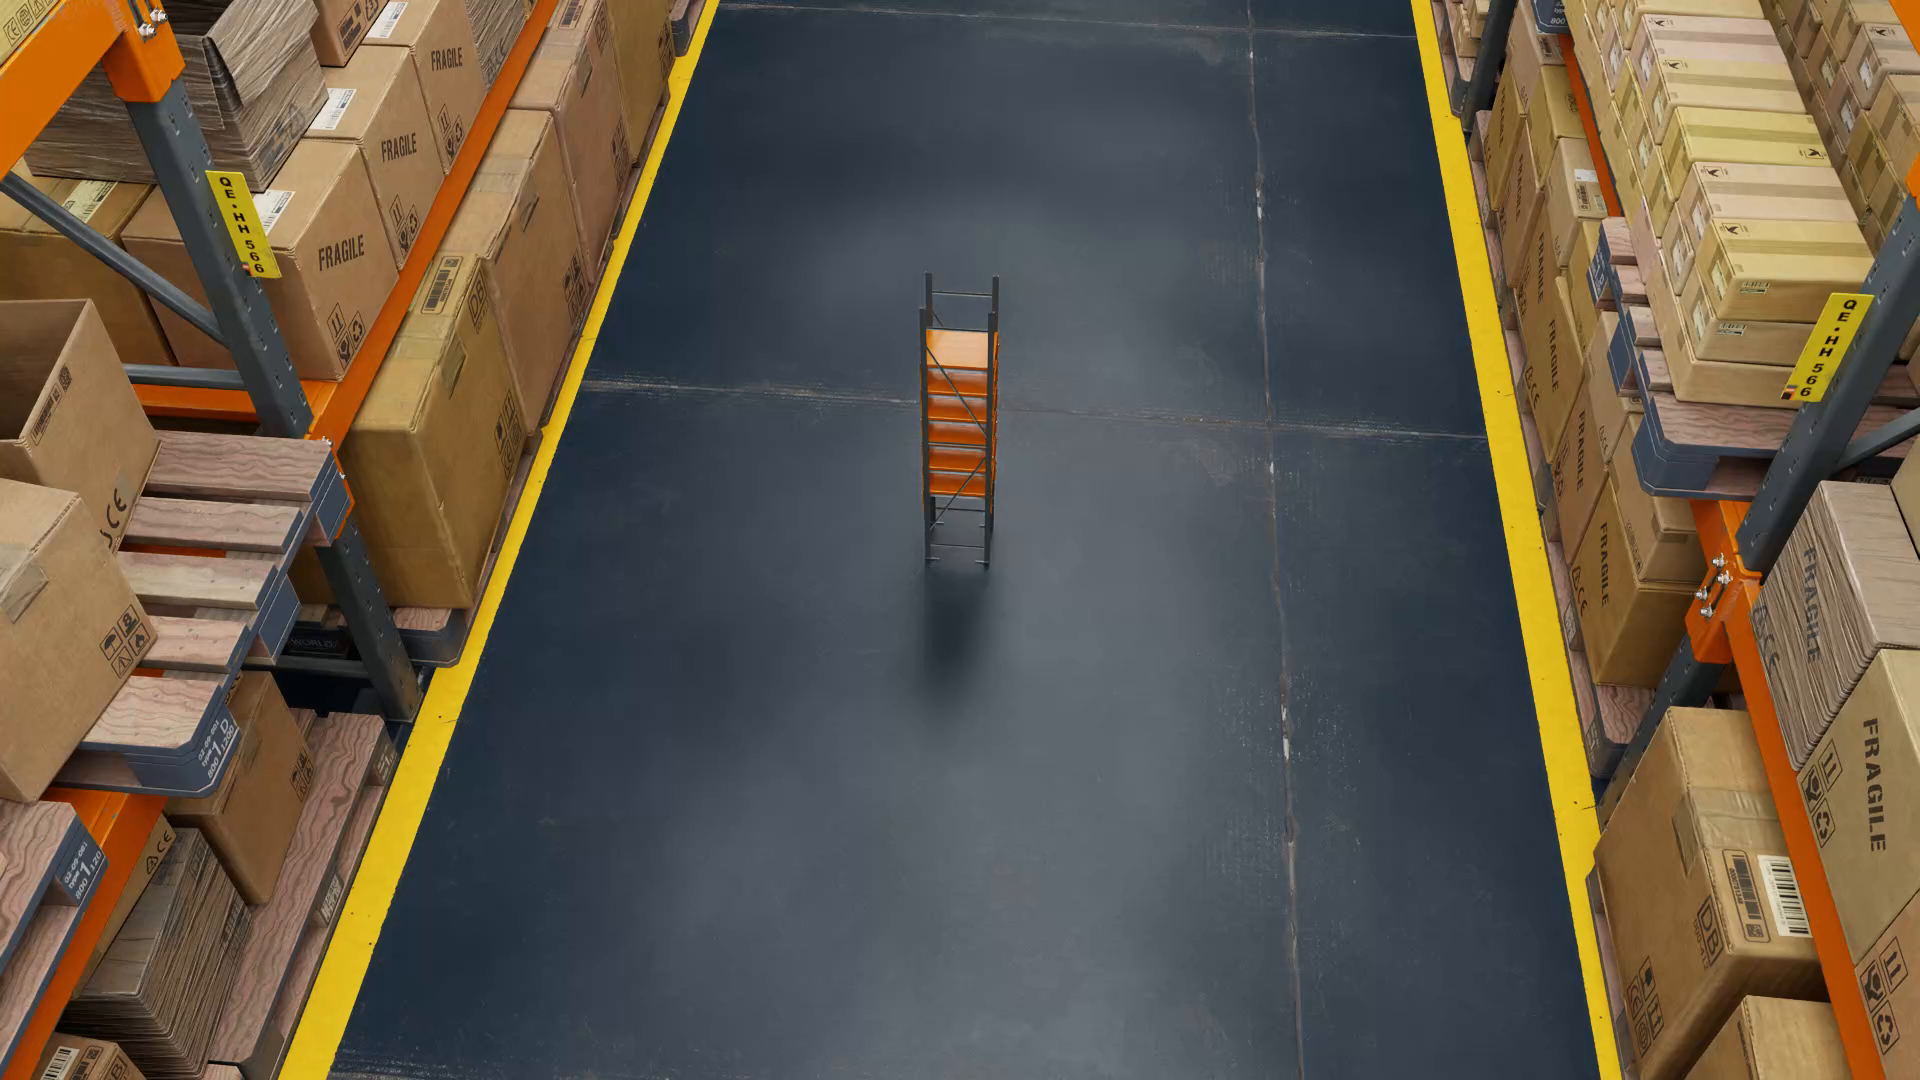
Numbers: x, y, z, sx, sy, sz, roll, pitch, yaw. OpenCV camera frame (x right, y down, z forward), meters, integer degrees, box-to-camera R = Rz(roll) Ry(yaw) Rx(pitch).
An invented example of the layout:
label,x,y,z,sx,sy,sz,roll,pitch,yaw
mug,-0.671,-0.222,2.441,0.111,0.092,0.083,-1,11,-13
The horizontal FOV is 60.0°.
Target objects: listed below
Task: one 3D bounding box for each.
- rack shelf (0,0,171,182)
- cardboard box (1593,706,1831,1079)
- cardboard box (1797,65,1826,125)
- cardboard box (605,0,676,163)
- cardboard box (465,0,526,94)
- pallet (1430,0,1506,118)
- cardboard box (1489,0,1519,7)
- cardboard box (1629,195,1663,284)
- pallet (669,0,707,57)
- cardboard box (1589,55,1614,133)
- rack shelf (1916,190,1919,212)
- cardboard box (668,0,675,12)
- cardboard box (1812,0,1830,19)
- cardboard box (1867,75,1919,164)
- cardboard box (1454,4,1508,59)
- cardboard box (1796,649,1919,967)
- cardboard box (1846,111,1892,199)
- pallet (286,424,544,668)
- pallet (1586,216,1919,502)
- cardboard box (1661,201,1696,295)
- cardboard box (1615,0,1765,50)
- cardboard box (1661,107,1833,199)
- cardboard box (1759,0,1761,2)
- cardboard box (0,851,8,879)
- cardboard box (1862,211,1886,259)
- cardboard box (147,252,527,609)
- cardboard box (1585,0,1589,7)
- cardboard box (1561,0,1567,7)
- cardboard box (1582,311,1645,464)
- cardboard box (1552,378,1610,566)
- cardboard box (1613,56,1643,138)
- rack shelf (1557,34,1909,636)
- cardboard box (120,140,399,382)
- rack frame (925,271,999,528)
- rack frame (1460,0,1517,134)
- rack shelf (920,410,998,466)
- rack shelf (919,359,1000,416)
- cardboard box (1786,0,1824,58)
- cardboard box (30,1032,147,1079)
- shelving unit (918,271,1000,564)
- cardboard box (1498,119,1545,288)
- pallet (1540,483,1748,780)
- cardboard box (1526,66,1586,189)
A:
label,x,y,z,sx,sy,sz,roll,pitch,yaw
rack shelf,-2.540,0.239,2.454,1.077,0.370,4.000,4,48,4
cardboard box,2.427,1.005,4.538,1.050,0.750,0.750,3,48,3
cardboard box,2.933,-1.400,5.383,0.380,0.149,0.250,4,48,4
cardboard box,-2.031,-2.354,7.525,1.225,0.875,0.875,4,48,4
cardboard box,-1.907,-1.957,5.939,0.500,0.500,0.500,4,48,4
pallet,2.963,-2.548,8.437,1.003,0.211,1.213,4,48,4
cardboard box,2.710,-2.652,7.887,0.380,0.149,0.250,5,48,5
cardboard box,2.207,-0.875,4.903,0.380,0.149,0.250,5,48,4
pallet,-1.846,-3.013,8.863,1.003,0.211,1.213,4,48,4
cardboard box,2.282,-1.446,5.425,0.380,0.149,0.250,5,48,5
rack shelf,2.390,0.647,2.081,1.077,0.370,4.000,4,48,4
cardboard box,-1.853,-3.305,8.395,0.875,0.875,0.875,4,48,4
cardboard box,2.952,-1.787,5.334,0.380,0.149,0.250,3,48,3
cardboard box,2.881,-1.210,4.806,0.380,0.149,0.250,2,48,2
cardboard box,2.634,-2.484,8.136,0.380,0.149,0.250,4,48,4
cardboard box,2.219,0.598,3.602,0.500,0.500,0.500,3,48,3
cardboard box,2.883,-1.134,4.938,0.380,0.149,0.250,4,48,4
pallet,-2.211,-0.094,6.193,1.003,0.211,1.213,4,48,4
pallet,2.531,-0.520,4.822,1.213,0.211,1.003,4,48,4
cardboard box,2.187,-0.801,4.634,0.380,0.149,0.250,5,48,5
cardboard box,2.281,-1.652,5.211,0.380,0.149,0.250,6,48,5
cardboard box,2.210,-1.079,4.687,0.380,0.149,0.250,5,48,5
cardboard box,3.008,-1.982,5.915,0.380,0.149,0.250,2,48,2
cardboard box,-2.241,0.686,3.396,0.396,0.266,0.258,3,48,2
cardboard box,2.863,-0.821,4.854,0.380,0.149,0.250,6,48,5
cardboard box,-2.274,-0.392,5.731,1.225,0.875,0.875,2,48,2
cardboard box,2.329,-1.927,5.664,0.380,0.149,0.250,3,48,3
cardboard box,2.350,-2.032,5.962,0.380,0.149,0.250,2,48,2
cardboard box,2.409,-0.497,5.573,0.500,0.250,0.500,4,48,4
cardboard box,2.423,-0.234,5.841,0.500,0.500,0.500,6,48,5
cardboard box,2.256,-1.361,5.146,0.380,0.149,0.250,4,48,3
rack shelf,2.755,-1.280,5.876,1.077,0.370,4.000,4,48,4
cardboard box,-2.042,-0.834,4.912,0.500,0.500,0.500,5,48,5
rack frame,0.007,-0.462,5.859,0.240,1.200,0.006,4,48,4
rack frame,2.937,-2.993,6.955,1.000,3.000,0.127,4,48,4
rack shelf,-0.001,-0.364,5.830,0.258,0.103,0.180,4,48,4
rack shelf,-0.001,-0.526,5.653,0.258,0.103,0.180,4,48,4
cardboard box,2.953,-1.698,5.454,0.380,0.149,0.250,5,48,5
cardboard box,-2.481,1.553,4.193,0.700,0.500,0.500,7,48,7
shelving unit,-0.001,-0.394,5.798,0.258,1.200,0.189,4,48,4
cardboard box,2.559,-1.377,6.886,0.500,0.500,0.500,6,48,5
pallet,2.645,0.313,5.820,1.003,0.211,1.213,4,48,4
cardboard box,2.561,-1.627,6.607,0.500,0.250,0.500,5,48,5
